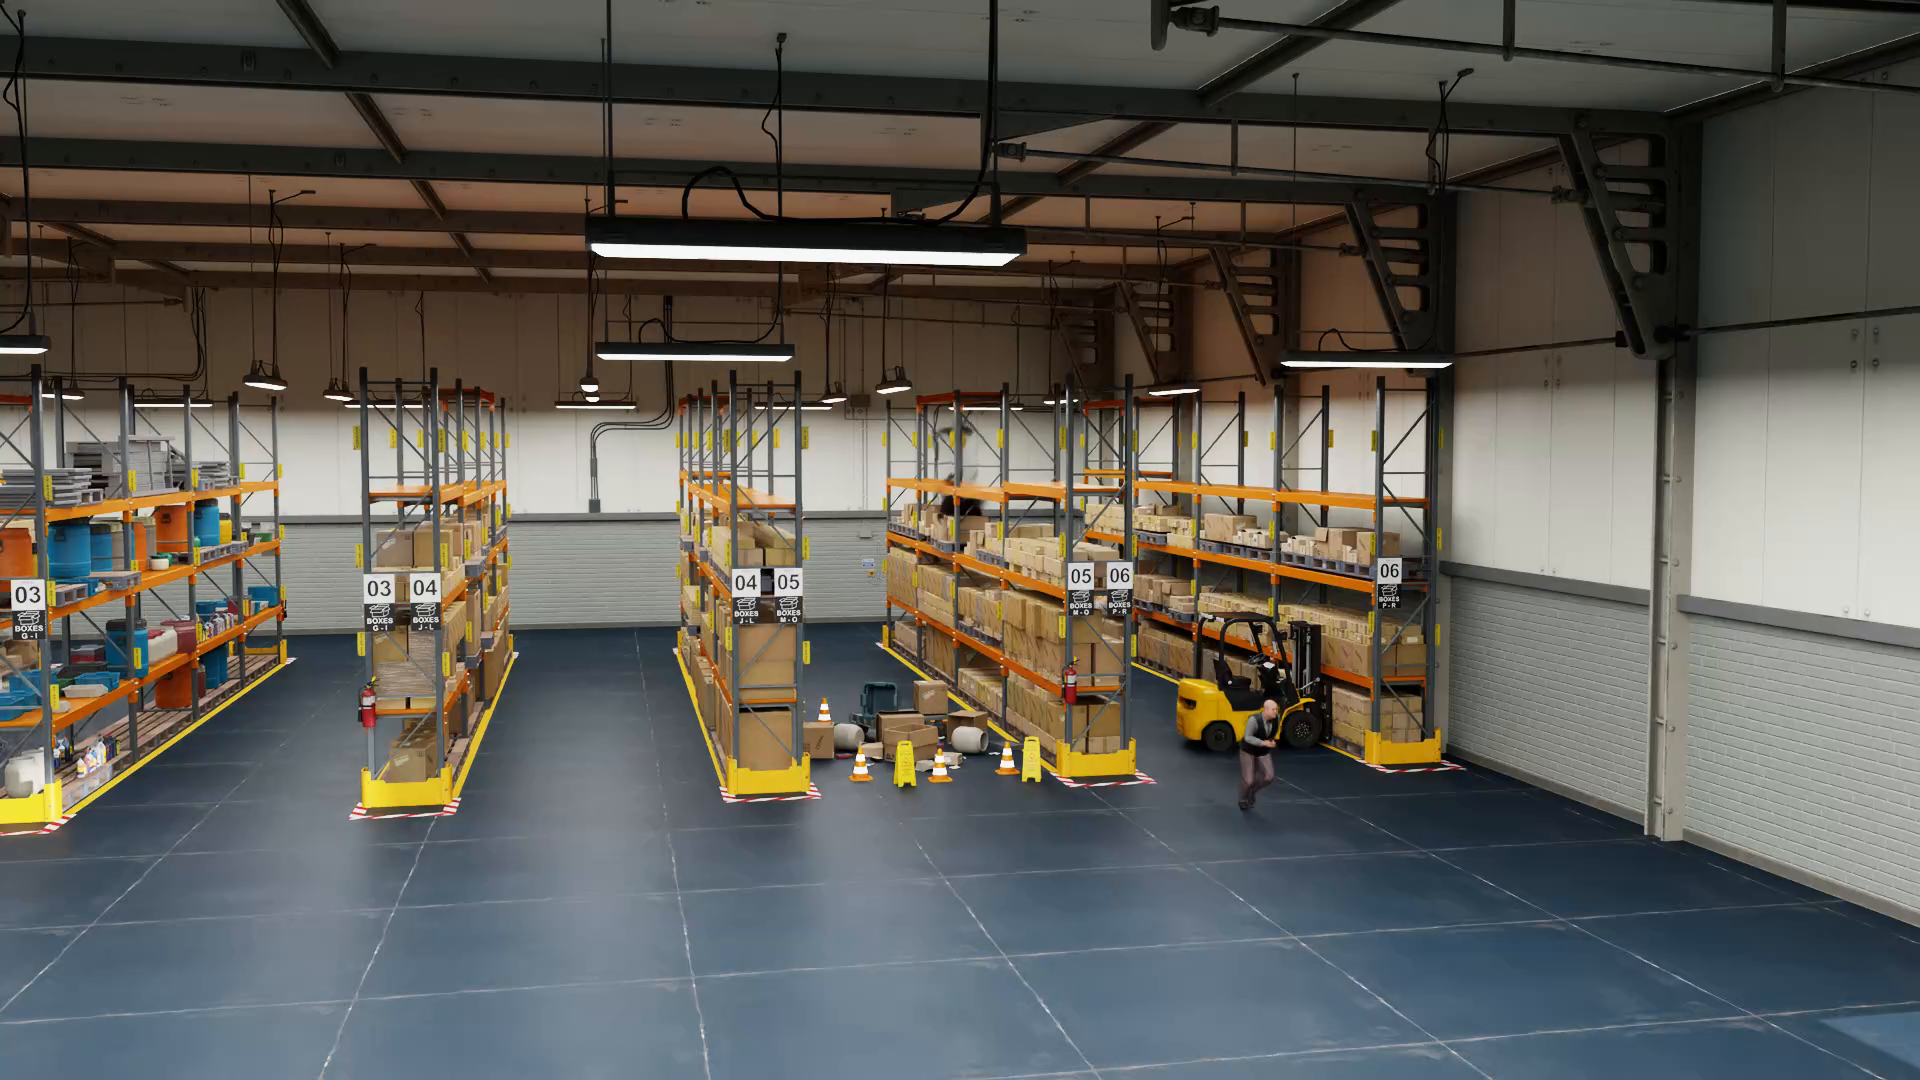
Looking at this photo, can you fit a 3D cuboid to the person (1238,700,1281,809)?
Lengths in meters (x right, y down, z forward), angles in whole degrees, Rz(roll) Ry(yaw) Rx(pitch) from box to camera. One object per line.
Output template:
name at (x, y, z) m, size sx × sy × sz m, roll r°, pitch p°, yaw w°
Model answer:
person at (4.068, 2.889, 22.383) m, size 0.687 × 1.553 × 0.885 m, roll -2°, pitch 4°, yaw -26°

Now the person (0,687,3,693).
person at (-14.952, 2.677, 25.414) m, size 0.630 × 1.630 × 0.502 m, roll 2°, pitch 4°, yaw 24°

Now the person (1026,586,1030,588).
person at (1.411, 1.870, 38.019) m, size 0.646 × 1.772 × 0.634 m, roll -2°, pitch 4°, yaw -30°
